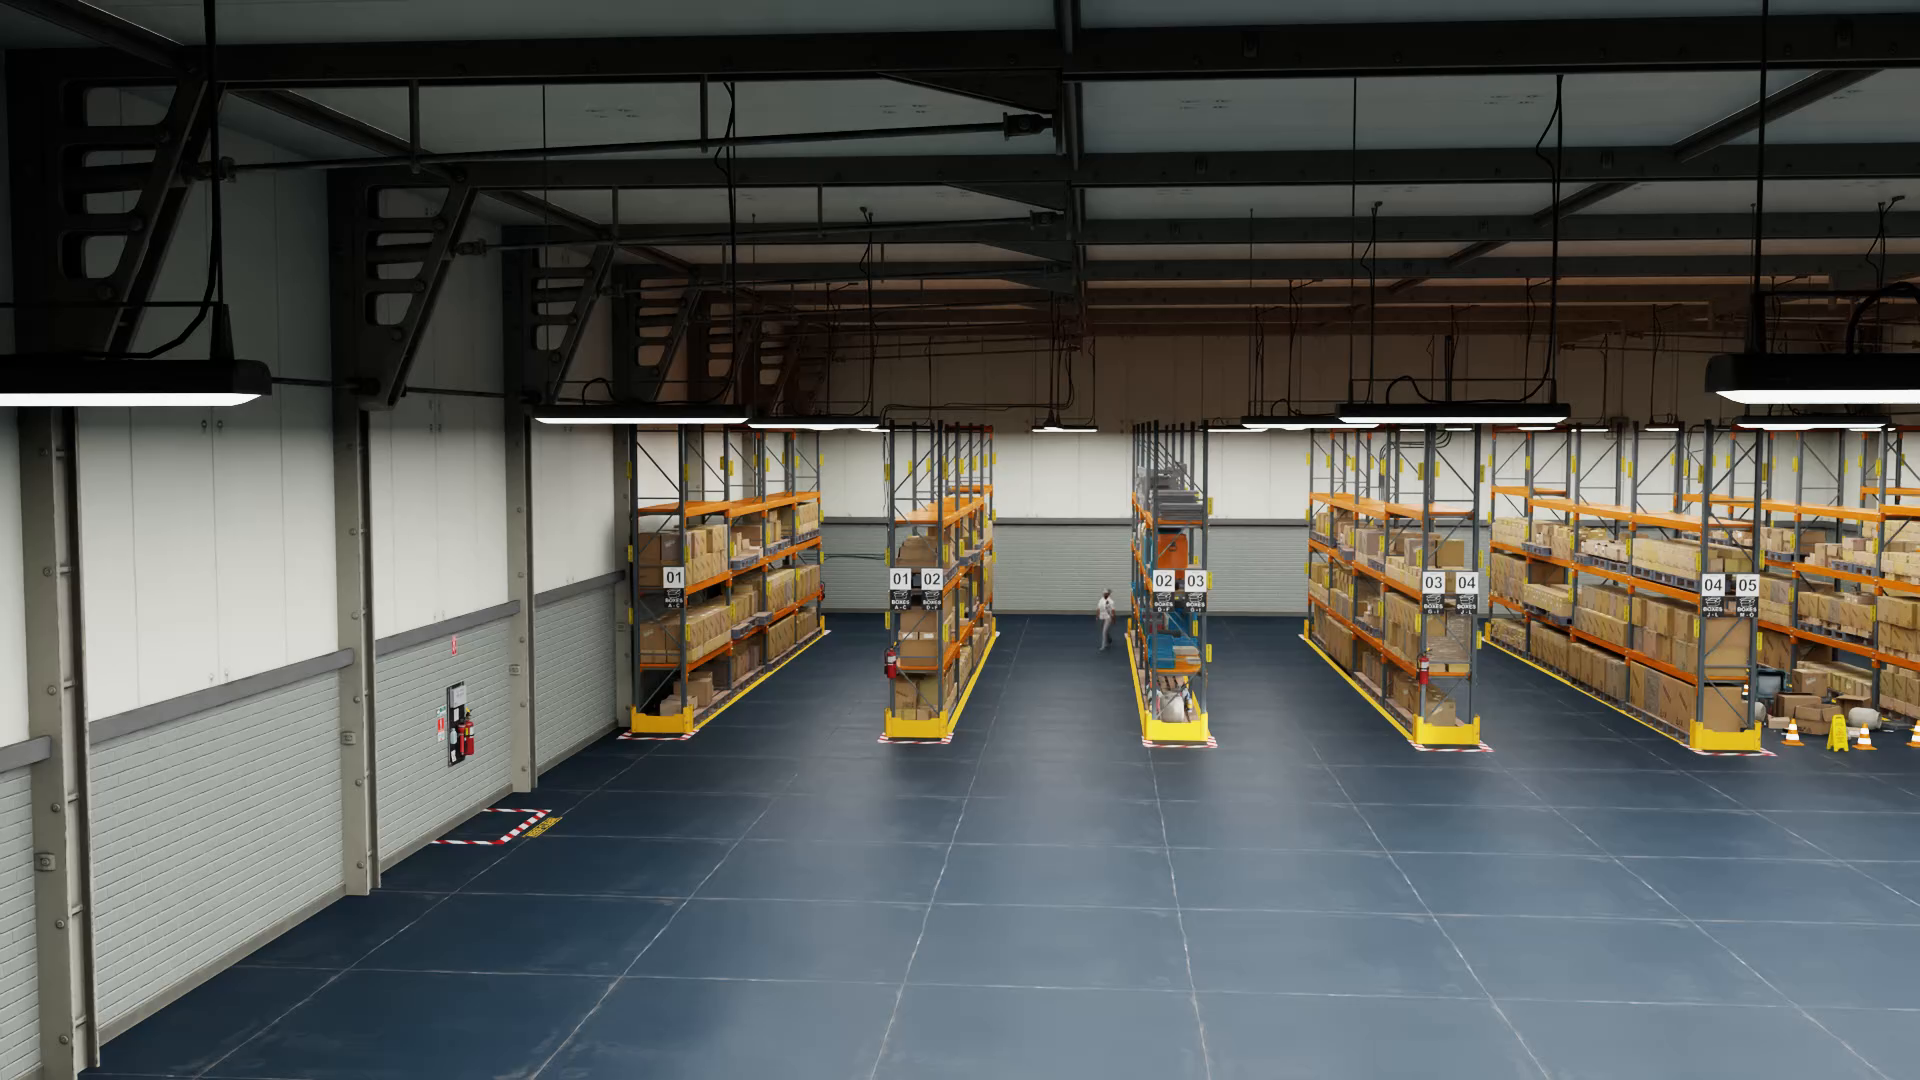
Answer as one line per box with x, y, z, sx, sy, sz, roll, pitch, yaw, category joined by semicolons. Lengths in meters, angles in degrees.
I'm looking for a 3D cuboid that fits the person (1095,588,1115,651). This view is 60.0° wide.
3.902;2.085;44.259;0.483;1.632;1.017;2;4;32;person

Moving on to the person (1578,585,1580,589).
16.819;2.038;45.242;0.537;1.660;0.522;0;4;3;person
